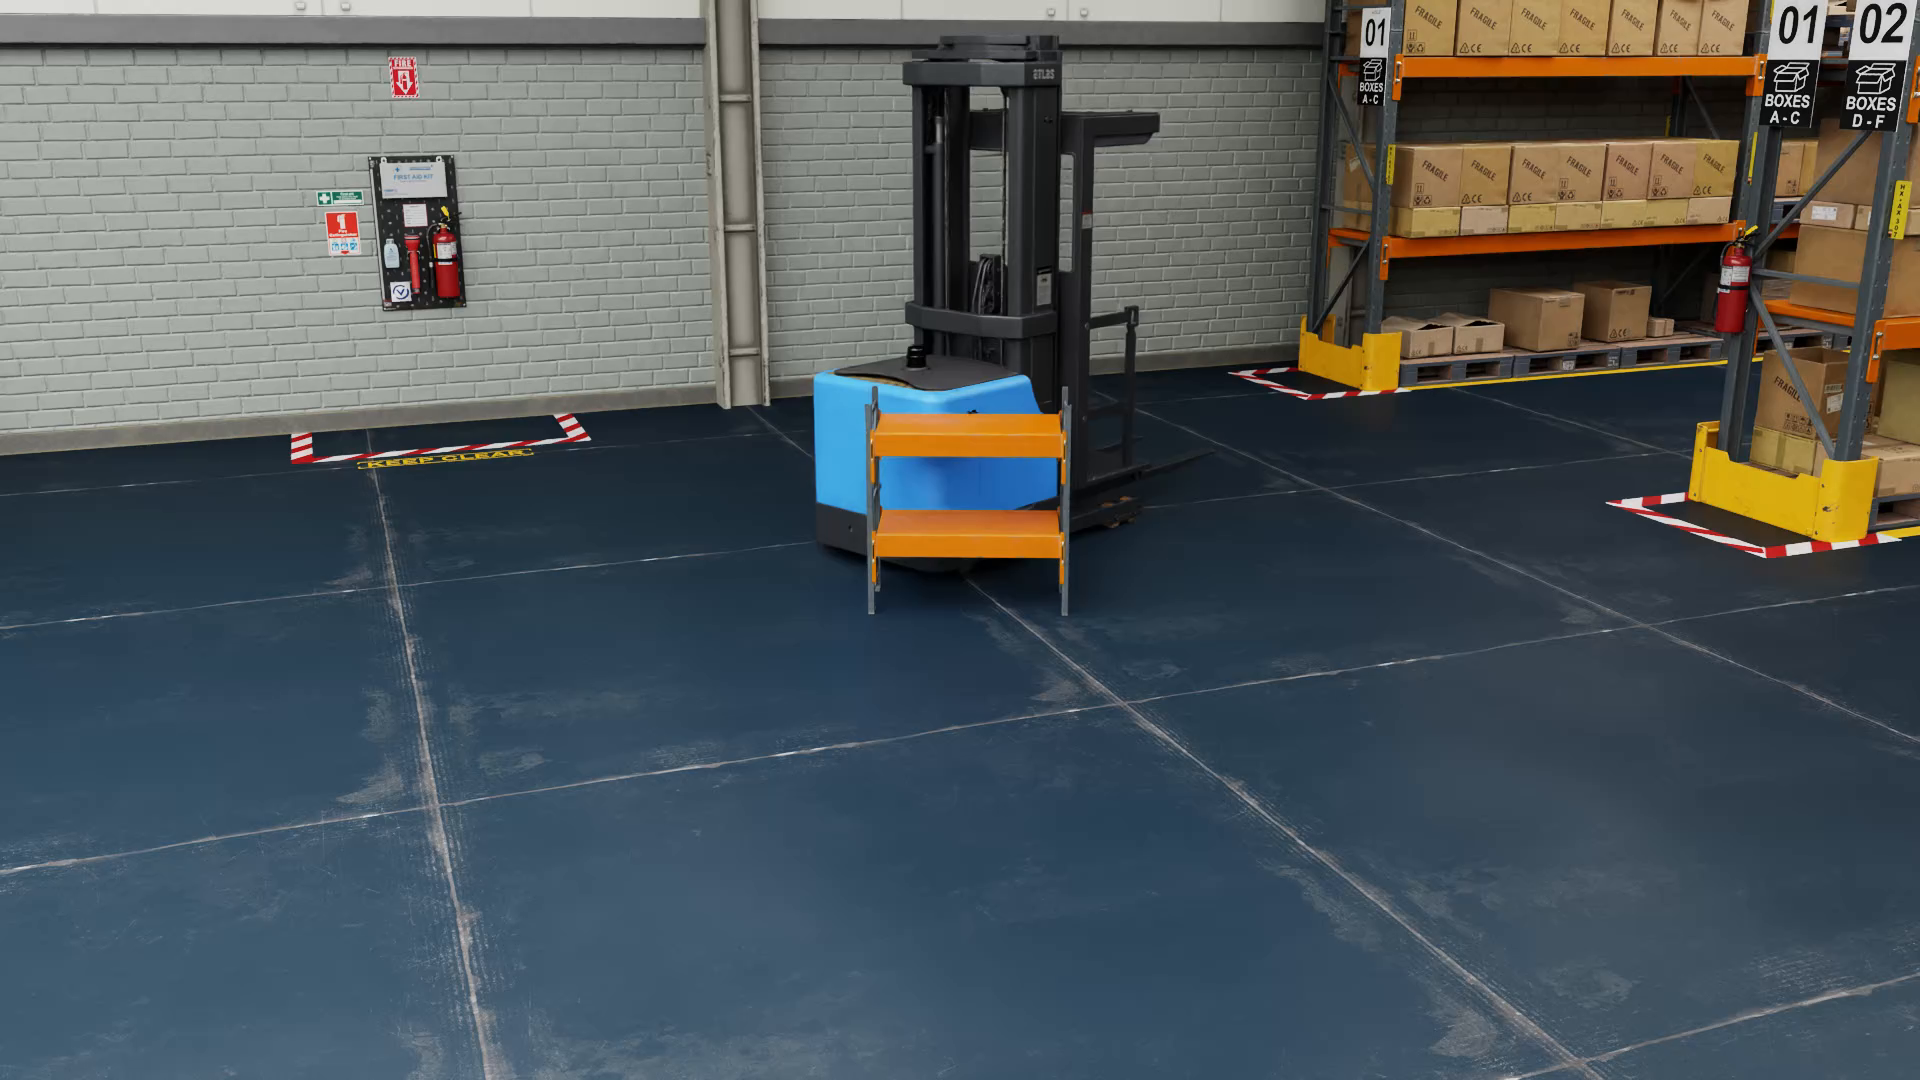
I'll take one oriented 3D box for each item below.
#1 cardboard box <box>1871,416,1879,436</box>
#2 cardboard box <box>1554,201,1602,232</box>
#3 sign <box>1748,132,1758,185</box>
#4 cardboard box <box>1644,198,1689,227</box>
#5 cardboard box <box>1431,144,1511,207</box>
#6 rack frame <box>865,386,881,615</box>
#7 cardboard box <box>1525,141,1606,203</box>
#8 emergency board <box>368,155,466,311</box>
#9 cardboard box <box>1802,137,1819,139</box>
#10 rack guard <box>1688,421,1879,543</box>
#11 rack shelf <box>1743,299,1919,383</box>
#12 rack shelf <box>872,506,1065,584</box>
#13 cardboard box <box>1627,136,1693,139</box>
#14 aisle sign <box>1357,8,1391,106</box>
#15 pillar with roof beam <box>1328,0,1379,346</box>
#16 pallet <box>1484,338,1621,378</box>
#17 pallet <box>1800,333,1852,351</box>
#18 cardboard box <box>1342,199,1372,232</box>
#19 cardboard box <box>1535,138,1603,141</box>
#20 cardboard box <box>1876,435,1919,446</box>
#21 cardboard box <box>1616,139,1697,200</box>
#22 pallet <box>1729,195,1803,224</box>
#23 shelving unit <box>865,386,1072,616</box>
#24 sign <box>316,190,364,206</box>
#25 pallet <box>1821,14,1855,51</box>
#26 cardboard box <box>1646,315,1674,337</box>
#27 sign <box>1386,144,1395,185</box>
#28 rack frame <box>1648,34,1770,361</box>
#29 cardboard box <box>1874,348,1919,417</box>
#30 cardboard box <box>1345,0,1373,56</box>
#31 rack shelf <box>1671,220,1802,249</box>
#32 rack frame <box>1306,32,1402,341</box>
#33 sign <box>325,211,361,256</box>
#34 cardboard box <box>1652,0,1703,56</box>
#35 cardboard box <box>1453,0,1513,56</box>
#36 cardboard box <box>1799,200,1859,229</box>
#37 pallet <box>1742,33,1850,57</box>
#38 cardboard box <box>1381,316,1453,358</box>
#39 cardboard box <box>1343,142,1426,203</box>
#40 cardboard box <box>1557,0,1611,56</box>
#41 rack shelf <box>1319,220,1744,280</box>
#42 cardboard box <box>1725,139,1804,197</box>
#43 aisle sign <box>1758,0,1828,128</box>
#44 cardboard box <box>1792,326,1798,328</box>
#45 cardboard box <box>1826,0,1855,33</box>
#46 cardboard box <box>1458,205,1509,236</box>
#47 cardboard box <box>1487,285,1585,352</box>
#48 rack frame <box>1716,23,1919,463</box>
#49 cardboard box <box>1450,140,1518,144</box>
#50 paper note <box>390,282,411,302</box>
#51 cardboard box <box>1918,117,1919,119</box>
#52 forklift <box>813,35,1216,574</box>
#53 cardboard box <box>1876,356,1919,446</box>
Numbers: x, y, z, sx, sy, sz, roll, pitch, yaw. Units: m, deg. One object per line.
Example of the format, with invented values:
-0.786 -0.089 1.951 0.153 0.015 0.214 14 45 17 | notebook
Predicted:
6.067 -0.658 11.151 0.500 0.250 0.500 -6 17 -20 | cardboard box
5.433 -2.953 15.062 0.500 0.250 0.500 -6 17 -20 | cardboard box
5.028 -2.404 10.486 0.005 0.325 0.100 -6 17 -20 | sign
6.367 -3.059 15.422 0.500 0.250 0.500 -6 17 -20 | cardboard box
4.452 -3.207 14.597 0.500 0.500 0.500 -6 17 -20 | cardboard box
-0.460 -0.218 8.843 0.032 1.125 0.500 0 16 1 | rack frame
5.414 -3.313 14.956 0.500 0.500 0.500 -6 17 -18 | cardboard box
-4.146 -2.348 12.770 0.643 1.169 0.194 -6 17 -20 | emergency board
8.784 -3.727 16.510 0.500 0.500 0.700 -4 17 -12 | cardboard box
5.187 -0.389 10.536 0.348 0.500 1.175 -6 17 -20 | rack guard
7.077 -1.447 10.980 4.000 0.370 1.077 -6 17 -20 | rack shelf
0.048 0.021 8.899 1.000 0.278 0.538 0 16 1 | rack shelf
6.655 -3.602 15.940 0.500 0.500 0.500 -7 18 -21 | cardboard box
3.474 -4.055 13.969 0.004 0.787 0.394 -6 17 -20 | aisle sign
5.318 -4.938 10.942 0.400 9.000 9.100 -6 17 -20 | pillar with roof beam
5.413 -1.758 15.710 1.213 0.211 1.003 -6 17 -20 | pallet
9.036 -2.162 17.086 1.213 0.211 1.003 -6 17 -20 | pallet
3.801 -2.929 14.981 0.500 0.250 0.500 -6 17 -19 | cardboard box
5.703 -3.502 15.600 0.500 0.500 0.500 -6 17 -19 | cardboard box
6.256 -0.520 10.680 0.500 0.250 0.500 -6 17 -20 | cardboard box
6.374 -3.414 15.299 0.500 0.500 0.500 -6 17 -20 | cardboard box
7.934 -3.244 16.161 1.213 0.211 1.003 -6 17 -20 | pallet
0.048 -0.214 8.830 1.048 1.125 0.538 0 16 1 | shelving unit
-4.692 -2.589 12.586 0.331 0.109 0.001 -6 17 -20 | sign
5.879 -3.052 10.001 1.213 0.211 1.003 -6 17 -20 | pallet
6.680 -2.087 16.129 0.250 0.166 0.380 -9 18 -27 | cardboard box
3.628 -3.166 14.021 0.005 0.325 0.100 -6 17 -20 | sign
7.169 -3.297 16.002 0.127 3.000 1.000 -6 17 -20 | rack frame
6.532 -1.070 11.221 0.500 0.500 0.500 -6 17 -20 | cardboard box
3.733 -4.499 14.559 0.500 0.500 0.500 -5 17 -16 | cardboard box
9.036 -3.153 16.790 4.000 0.370 1.077 -6 17 -20 | rack shelf
3.434 -2.894 14.629 0.127 3.000 1.000 -6 17 -20 | rack frame
-4.700 -2.336 12.667 0.234 0.329 0.001 -6 17 -20 | sign
6.309 -4.630 15.005 0.500 0.500 0.500 -8 18 -25 | cardboard box
4.350 -4.403 14.232 0.500 0.500 0.500 -5 17 -16 | cardboard box
5.498 -2.039 10.388 0.250 0.149 0.380 -6 18 -21 | cardboard box
7.783 -4.680 15.722 1.003 0.211 1.213 -6 17 -20 | pallet
4.112 -1.861 15.102 0.500 0.311 0.500 -8 18 -26 | cardboard box
3.798 -3.295 14.894 0.500 0.500 0.500 -6 18 -21 | cardboard box
5.326 -4.516 14.617 0.500 0.500 0.500 -5 17 -17 | cardboard box
5.301 -2.750 15.417 4.000 0.370 1.077 -6 17 -20 | rack shelf
7.656 -3.598 16.070 0.500 0.500 0.700 -6 17 -20 | cardboard box
5.043 -2.909 10.066 0.004 0.787 0.394 -6 17 -20 | aisle sign
8.315 -2.453 16.782 0.500 0.500 0.700 -7 18 -21 | cardboard box
8.283 -4.991 15.860 0.500 0.311 0.500 -6 17 -18 | cardboard box
4.483 -2.853 14.721 0.500 0.250 0.500 -7 18 -22 | cardboard box
5.347 -2.070 15.479 0.500 0.500 0.700 -7 18 -24 | cardboard box
5.210 -1.591 10.192 0.127 3.000 1.000 -6 17 -20 | rack frame
4.752 -3.396 15.239 0.500 0.500 0.500 -7 18 -22 | cardboard box
-4.336 -1.925 12.895 0.142 0.148 0.016 -6 17 -20 | paper note
6.189 -2.365 10.347 0.500 0.500 0.700 -7 18 -22 | cardboard box
0.499 -1.559 10.205 1.130 2.935 3.031 14 22 40 | forklift
6.256 -0.879 10.572 0.500 0.500 0.500 -6 17 -20 | cardboard box
